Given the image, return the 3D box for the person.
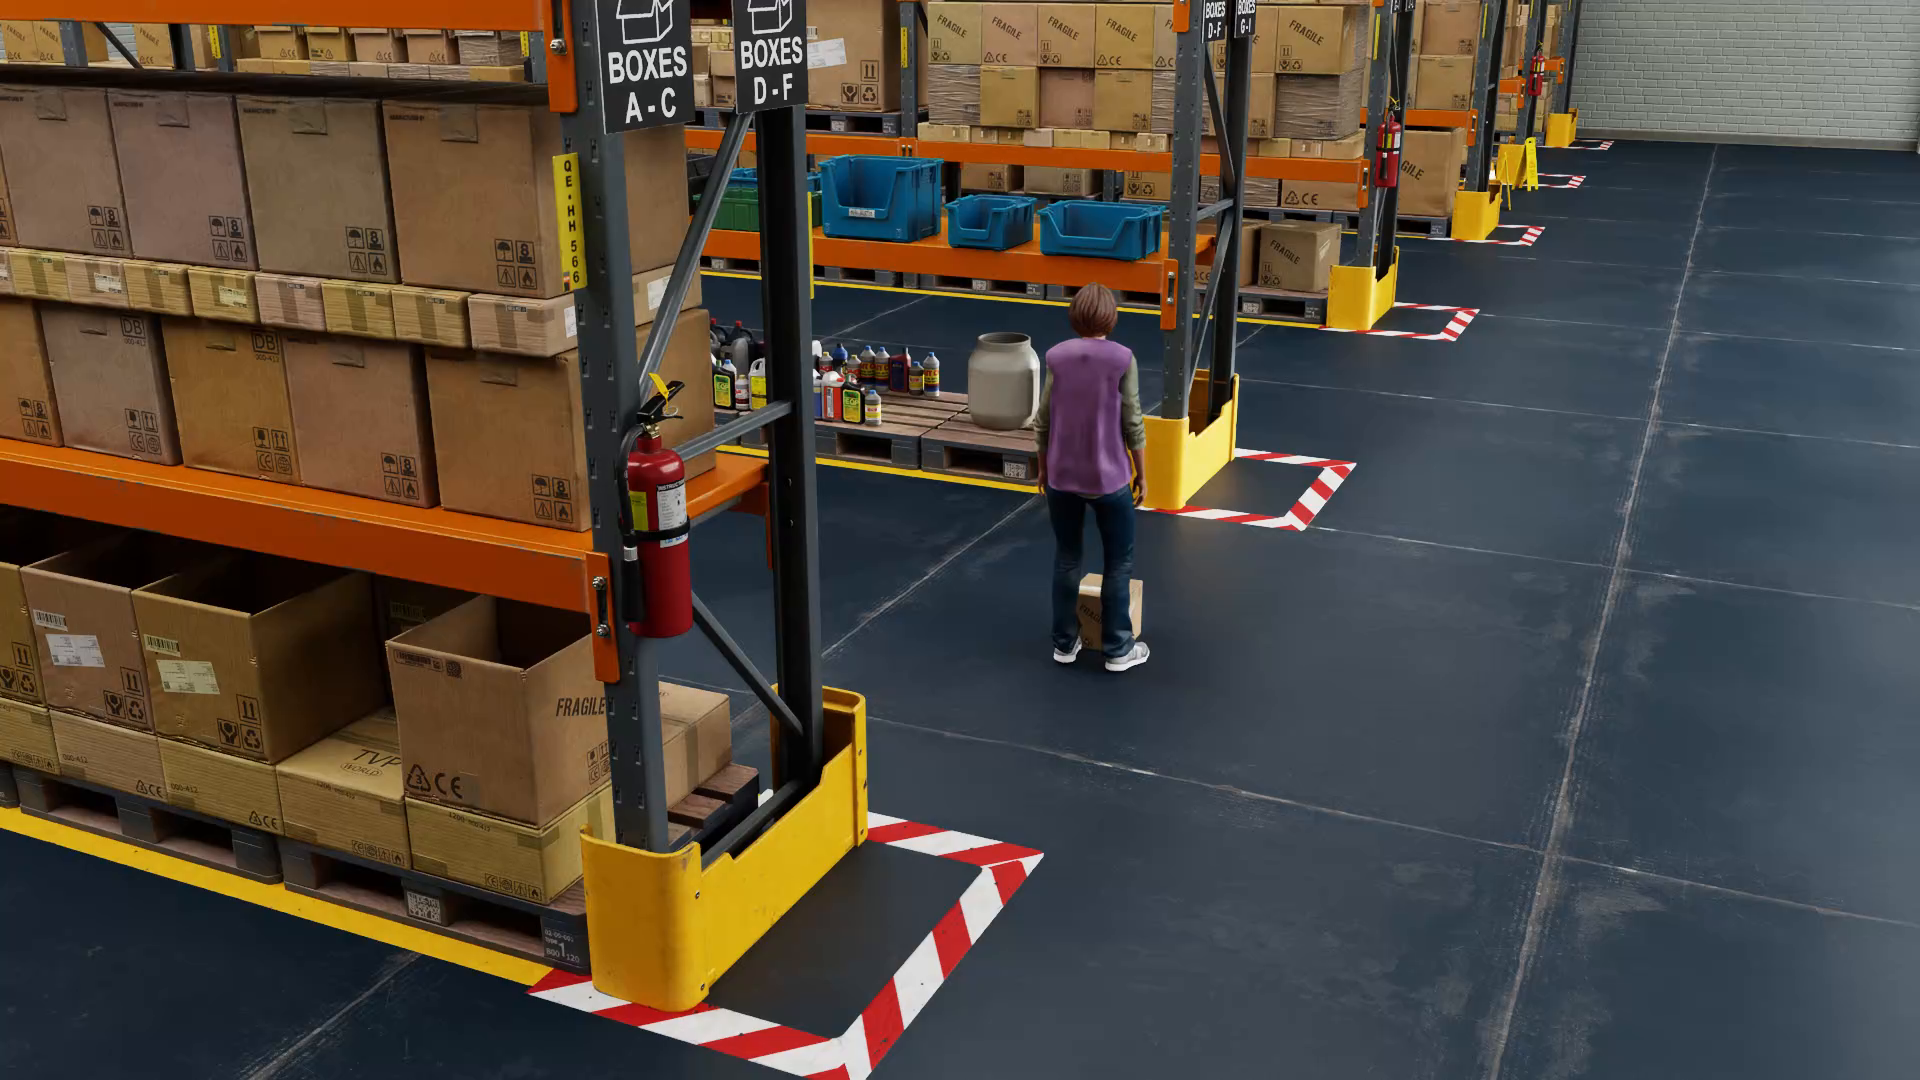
[{"bbox_3d":[0.536,-0.243,6.775,0.485,1.593,0.343,7,21,20],"label":"person"}]
